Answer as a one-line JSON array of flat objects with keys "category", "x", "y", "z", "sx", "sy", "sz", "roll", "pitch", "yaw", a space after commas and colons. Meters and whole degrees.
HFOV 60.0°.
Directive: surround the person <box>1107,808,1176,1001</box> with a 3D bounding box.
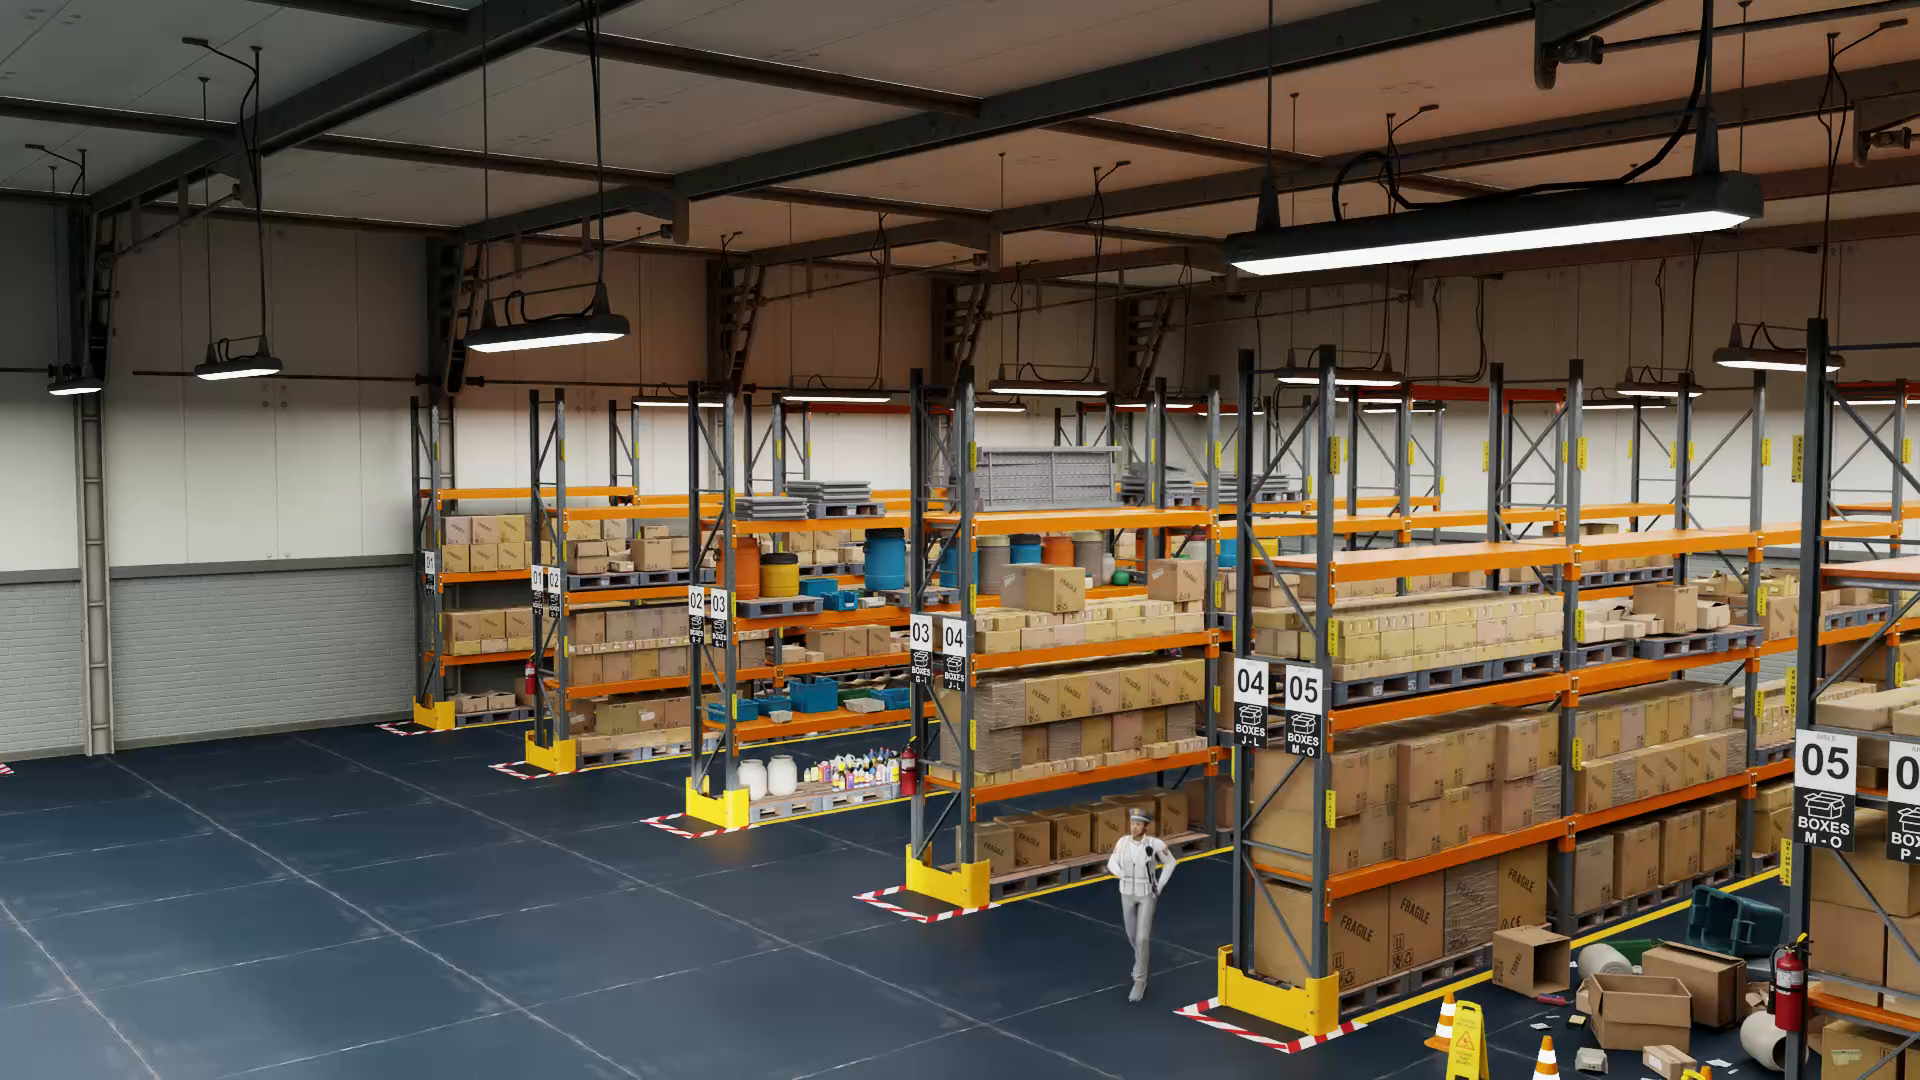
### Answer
[{"category": "person", "x": 1.686, "y": 3.386, "z": 15.714, "sx": 0.614, "sy": 1.753, "sz": 0.771, "roll": 2, "pitch": 4, "yaw": 29}]
